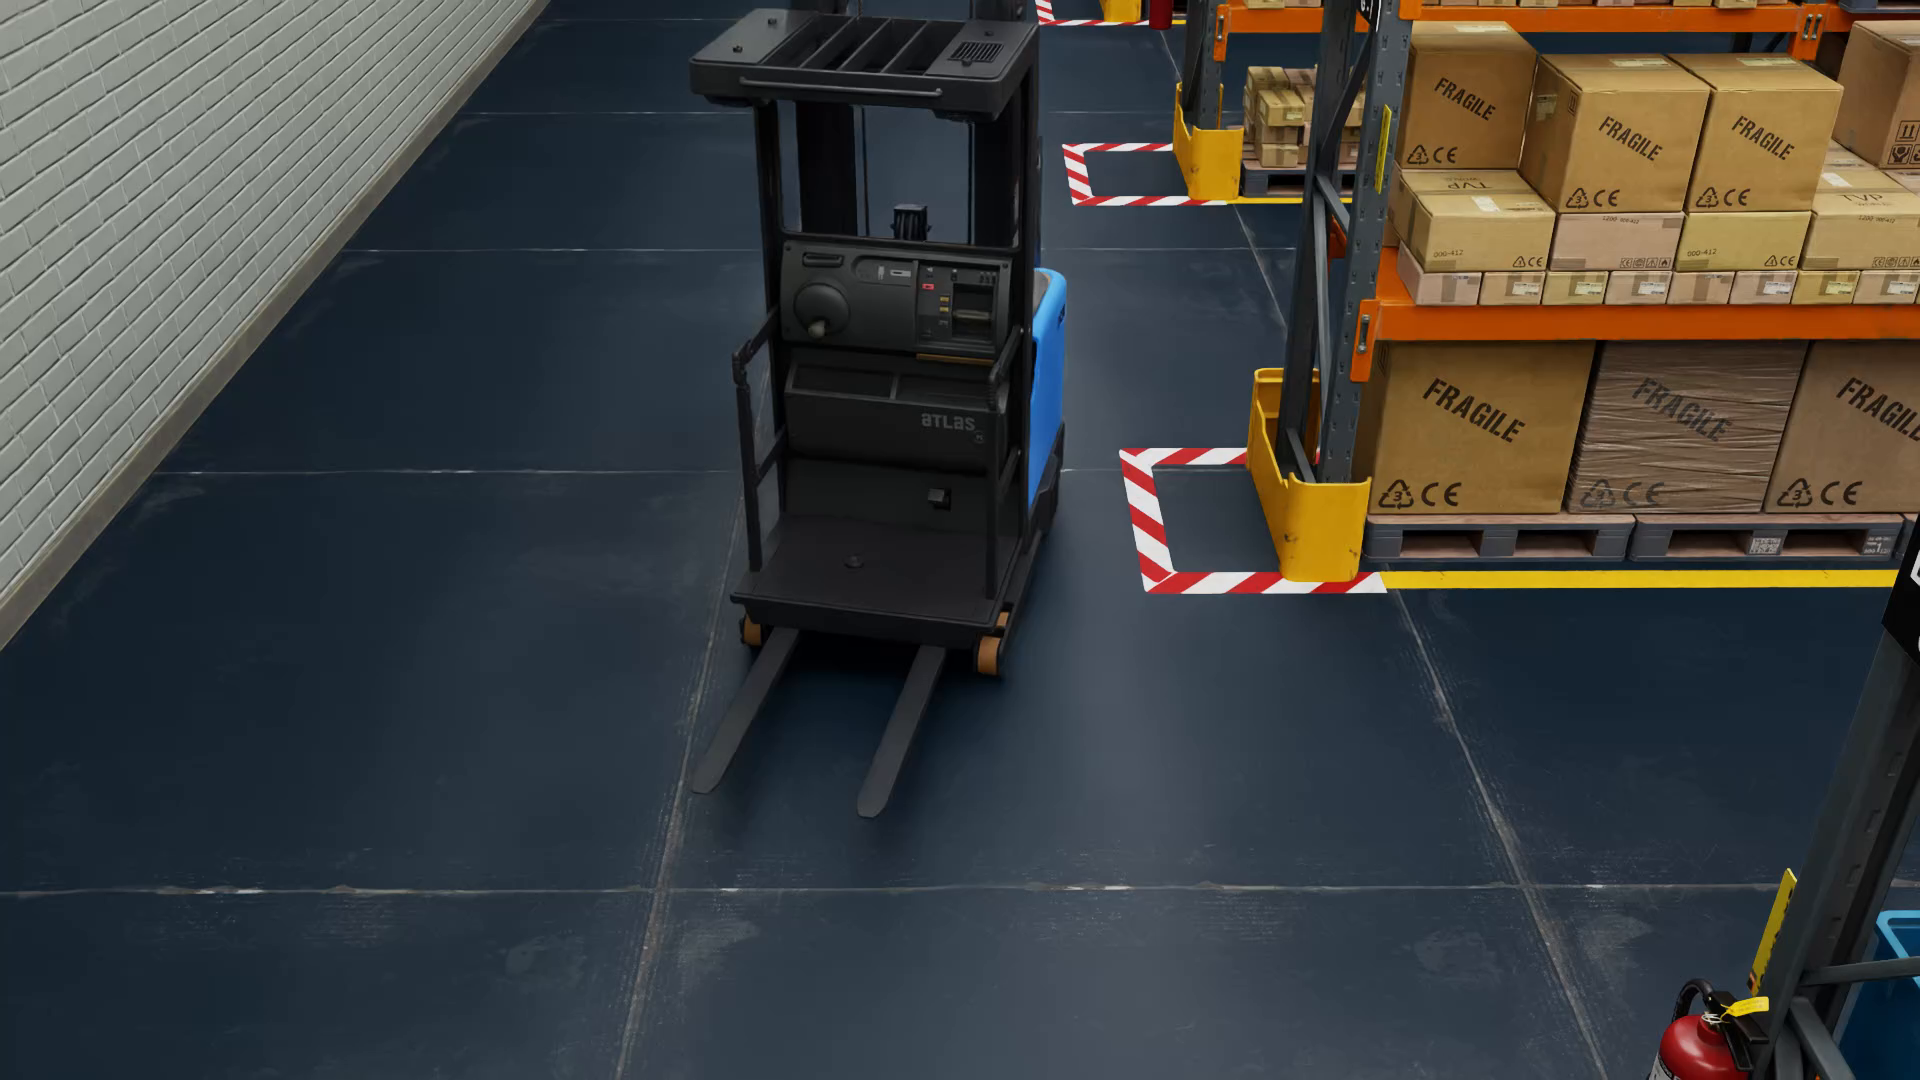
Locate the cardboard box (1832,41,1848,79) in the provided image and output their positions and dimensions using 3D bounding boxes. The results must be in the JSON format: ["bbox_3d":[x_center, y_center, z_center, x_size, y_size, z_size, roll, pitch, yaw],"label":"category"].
[{"bbox_3d":[6.450,-3.279,11.545,0.500,0.250,0.500,-1,31,-2],"label":"cardboard box"}]

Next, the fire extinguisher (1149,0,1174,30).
[{"bbox_3d":[1.455,-4.016,11.912,0.183,0.674,0.296,0,31,0],"label":"fire extinguisher"}]

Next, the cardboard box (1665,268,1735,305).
[{"bbox_3d":[3.023,-1.124,6.952,0.250,0.149,0.380,-1,31,-1],"label":"cardboard box"}]

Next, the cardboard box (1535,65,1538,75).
[{"bbox_3d":[4.320,-3.336,12.127,0.250,0.149,0.380,0,31,1],"label":"cardboard box"}]

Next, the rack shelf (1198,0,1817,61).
[{"bbox_3d":[3.710,-3.669,11.598,4.000,0.370,1.077,0,31,0],"label":"rack shelf"}]

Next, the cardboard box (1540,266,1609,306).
[{"bbox_3d":[2.508,-1.122,6.950,0.250,0.149,0.380,-1,31,-1],"label":"cardboard box"}]

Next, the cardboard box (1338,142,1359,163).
[{"bbox_3d":[2.745,-2.814,11.840,0.250,0.149,0.380,0,31,0],"label":"cardboard box"}]

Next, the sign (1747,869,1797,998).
[{"bbox_3d":[1.649,0.817,3.354,0.005,0.325,0.100,0,31,0],"label":"sign"}]

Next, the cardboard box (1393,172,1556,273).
[{"bbox_3d":[2.120,-1.321,6.894,0.500,0.250,0.500,-1,31,-2],"label":"cardboard box"}]

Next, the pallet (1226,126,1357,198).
[{"bbox_3d":[2.598,-2.762,12.099,1.213,0.211,1.003,0,31,0],"label":"pallet"}]

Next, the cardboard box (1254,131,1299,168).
[{"bbox_3d":[2.235,-2.766,11.761,0.250,0.149,0.380,0,31,1],"label":"cardboard box"}]

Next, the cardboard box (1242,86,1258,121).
[{"bbox_3d":[2.236,-3.208,12.202,0.250,0.149,0.380,-1,31,-2],"label":"cardboard box"}]

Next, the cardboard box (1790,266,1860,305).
[{"bbox_3d":[3.533,-1.125,6.954,0.250,0.149,0.380,-1,31,-2],"label":"cardboard box"}]

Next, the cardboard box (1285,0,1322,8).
[{"bbox_3d":[2.290,-3.716,11.225,0.250,0.149,0.380,1,31,1],"label":"cardboard box"}]

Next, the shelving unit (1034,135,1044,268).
[{"bbox_3d":[-0.132,-1.226,8.324,1.048,1.500,0.538,2,31,3],"label":"shelving unit"}]

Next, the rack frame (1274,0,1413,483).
[{"bbox_3d":[1.638,-1.397,7.161,0.127,3.000,1.000,0,31,0],"label":"rack frame"}]

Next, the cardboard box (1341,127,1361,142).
[{"bbox_3d":[2.753,-2.945,11.768,0.250,0.149,0.380,0,31,0],"label":"cardboard box"}]

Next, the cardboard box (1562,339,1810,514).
[{"bbox_3d":[3.188,-0.714,7.679,0.875,0.875,0.875,0,31,0],"label":"cardboard box"}]

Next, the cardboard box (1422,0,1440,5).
[{"bbox_3d":[3.089,-3.749,11.279,0.250,0.149,0.380,0,31,-1],"label":"cardboard box"}]

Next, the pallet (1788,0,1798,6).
[{"bbox_3d":[7.573,-5.404,16.454,1.213,0.211,1.003,0,31,0],"label":"pallet"}]

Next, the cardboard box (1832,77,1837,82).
[{"bbox_3d":[6.450,-2.958,11.739,0.500,0.500,0.500,1,31,2],"label":"cardboard box"}]

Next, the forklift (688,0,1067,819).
[{"bbox_3d":[-0.302,-0.907,6.420,1.130,2.935,3.031,6,32,10],"label":"forklift"}]

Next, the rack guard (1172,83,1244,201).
[{"bbox_3d":[1.786,-2.901,12.050,0.348,0.500,1.175,0,31,0],"label":"rack guard"}]

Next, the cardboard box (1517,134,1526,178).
[{"bbox_3d":[2.629,-1.600,7.354,0.500,0.250,0.500,-1,31,-1],"label":"cardboard box"}]

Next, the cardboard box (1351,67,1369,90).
[{"bbox_3d":[3.007,-3.324,12.106,0.250,0.149,0.380,-1,31,-2],"label":"cardboard box"}]

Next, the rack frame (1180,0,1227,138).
[{"bbox_3d":[1.710,-3.970,11.401,0.127,3.000,1.000,0,31,0],"label":"rack frame"}]

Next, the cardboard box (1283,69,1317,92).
[{"bbox_3d":[2.489,-3.289,12.049,0.250,0.149,0.380,0,31,1],"label":"cardboard box"}]

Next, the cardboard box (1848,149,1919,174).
[{"bbox_3d":[4.152,-1.603,7.359,0.500,0.250,0.500,1,31,1],"label":"cardboard box"}]

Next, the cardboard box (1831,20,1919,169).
[{"bbox_3d":[4.145,-1.923,7.162,0.500,0.500,0.500,-1,31,-2],"label":"cardboard box"}]

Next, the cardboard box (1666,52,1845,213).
[{"bbox_3d":[3.138,-1.648,6.710,0.500,0.500,0.500,-1,31,-2],"label":"cardboard box"}]

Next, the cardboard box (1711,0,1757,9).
[{"bbox_3d":[5.168,-3.695,11.191,0.250,0.149,0.380,-1,31,-2],"label":"cardboard box"}]

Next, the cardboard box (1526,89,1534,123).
[{"bbox_3d":[4.051,-3.019,11.604,0.250,0.149,0.380,-1,31,-2],"label":"cardboard box"}]

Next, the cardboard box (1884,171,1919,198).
[{"bbox_3d":[4.171,-1.330,6.909,0.500,0.250,0.500,0,31,1],"label":"cardboard box"}]

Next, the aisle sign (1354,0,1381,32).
[{"bbox_3d":[1.568,-2.352,6.229,0.004,0.787,0.394,0,31,0],"label":"aisle sign"}]

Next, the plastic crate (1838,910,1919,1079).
[{"bbox_3d":[2.002,1.034,3.063,0.499,0.435,0.616,0,31,0],"label":"plastic crate"}]

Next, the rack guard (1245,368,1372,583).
[{"bbox_3d":[1.614,-0.328,7.809,0.348,0.500,1.175,0,31,0],"label":"rack guard"}]

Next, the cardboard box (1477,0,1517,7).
[{"bbox_3d":[3.595,-3.725,11.240,0.250,0.149,0.380,1,31,2],"label":"cardboard box"}]

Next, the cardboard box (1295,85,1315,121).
[{"bbox_3d":[2.510,-3.074,11.694,0.250,0.149,0.380,0,31,1],"label":"cardboard box"}]

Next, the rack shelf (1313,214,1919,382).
[{"bbox_3d":[3.638,-1.096,7.357,4.000,0.370,1.077,0,31,0],"label":"rack shelf"}]

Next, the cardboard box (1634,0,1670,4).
[{"bbox_3d":[4.643,-3.760,11.298,0.250,0.149,0.380,-1,31,-2],"label":"cardboard box"}]

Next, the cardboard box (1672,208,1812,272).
[{"bbox_3d":[3.142,-1.326,6.902,0.500,0.250,0.500,-1,31,-2],"label":"cardboard box"}]

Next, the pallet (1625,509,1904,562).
[{"bbox_3d":[3.654,-0.250,7.959,1.213,0.211,1.003,0,31,0],"label":"pallet"}]

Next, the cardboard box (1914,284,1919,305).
[{"bbox_3d":[4.050,-1.127,6.958,0.250,0.149,0.380,-1,31,-1],"label":"cardboard box"}]

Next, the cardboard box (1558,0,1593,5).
[{"bbox_3d":[4.116,-3.748,11.278,0.250,0.149,0.380,-1,31,-1],"label":"cardboard box"}]

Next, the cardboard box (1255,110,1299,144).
[{"bbox_3d":[2.235,-2.926,11.738,0.250,0.149,0.380,1,31,2],"label":"cardboard box"}]

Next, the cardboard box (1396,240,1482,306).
[{"bbox_3d":[1.995,-1.119,6.945,0.250,0.149,0.380,0,31,0],"label":"cardboard box"}]
